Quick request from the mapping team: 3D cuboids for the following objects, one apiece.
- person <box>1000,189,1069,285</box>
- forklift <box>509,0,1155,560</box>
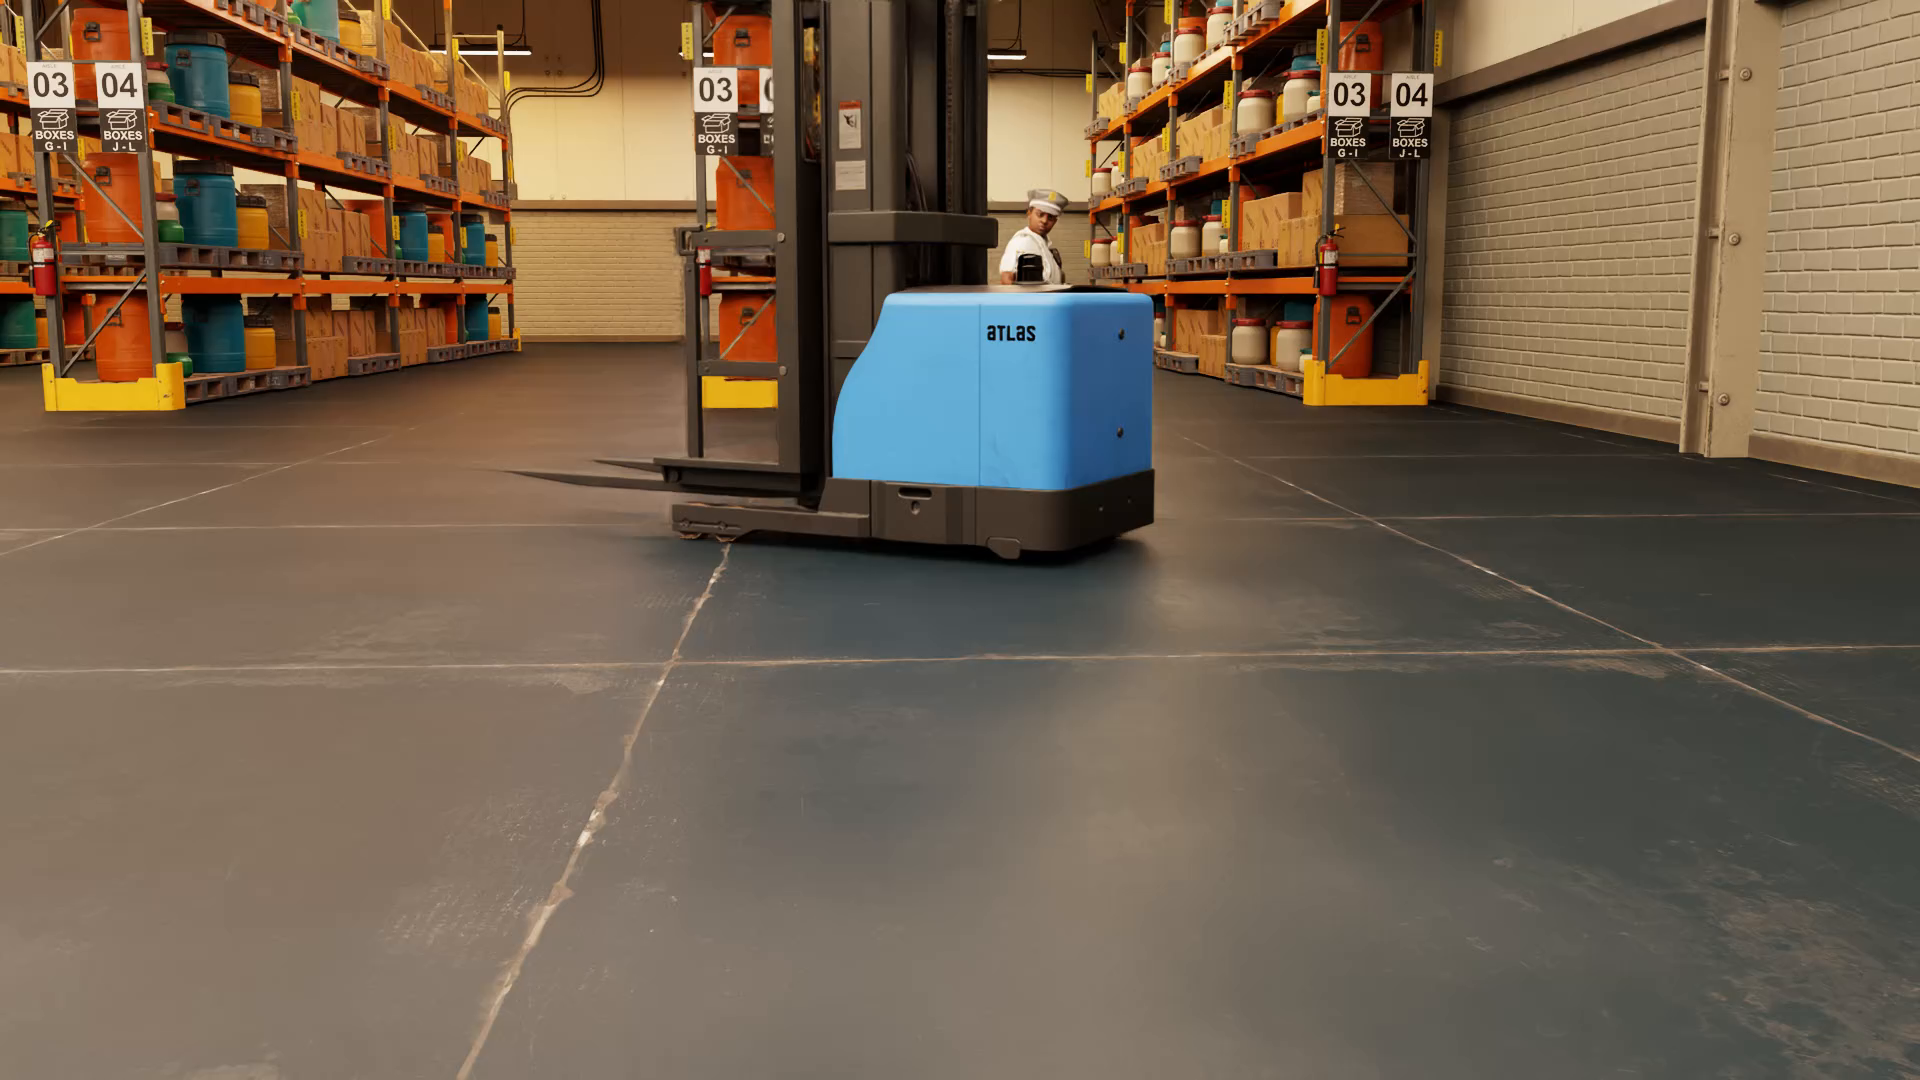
[{"bbox_3d":[0.468,-1.144,9.426,0.479,1.650,0.653,1,9,9],"label":"person"},{"bbox_3d":[-0.690,-1.501,7.437,3.031,2.935,1.130,4,10,28],"label":"forklift"}]
